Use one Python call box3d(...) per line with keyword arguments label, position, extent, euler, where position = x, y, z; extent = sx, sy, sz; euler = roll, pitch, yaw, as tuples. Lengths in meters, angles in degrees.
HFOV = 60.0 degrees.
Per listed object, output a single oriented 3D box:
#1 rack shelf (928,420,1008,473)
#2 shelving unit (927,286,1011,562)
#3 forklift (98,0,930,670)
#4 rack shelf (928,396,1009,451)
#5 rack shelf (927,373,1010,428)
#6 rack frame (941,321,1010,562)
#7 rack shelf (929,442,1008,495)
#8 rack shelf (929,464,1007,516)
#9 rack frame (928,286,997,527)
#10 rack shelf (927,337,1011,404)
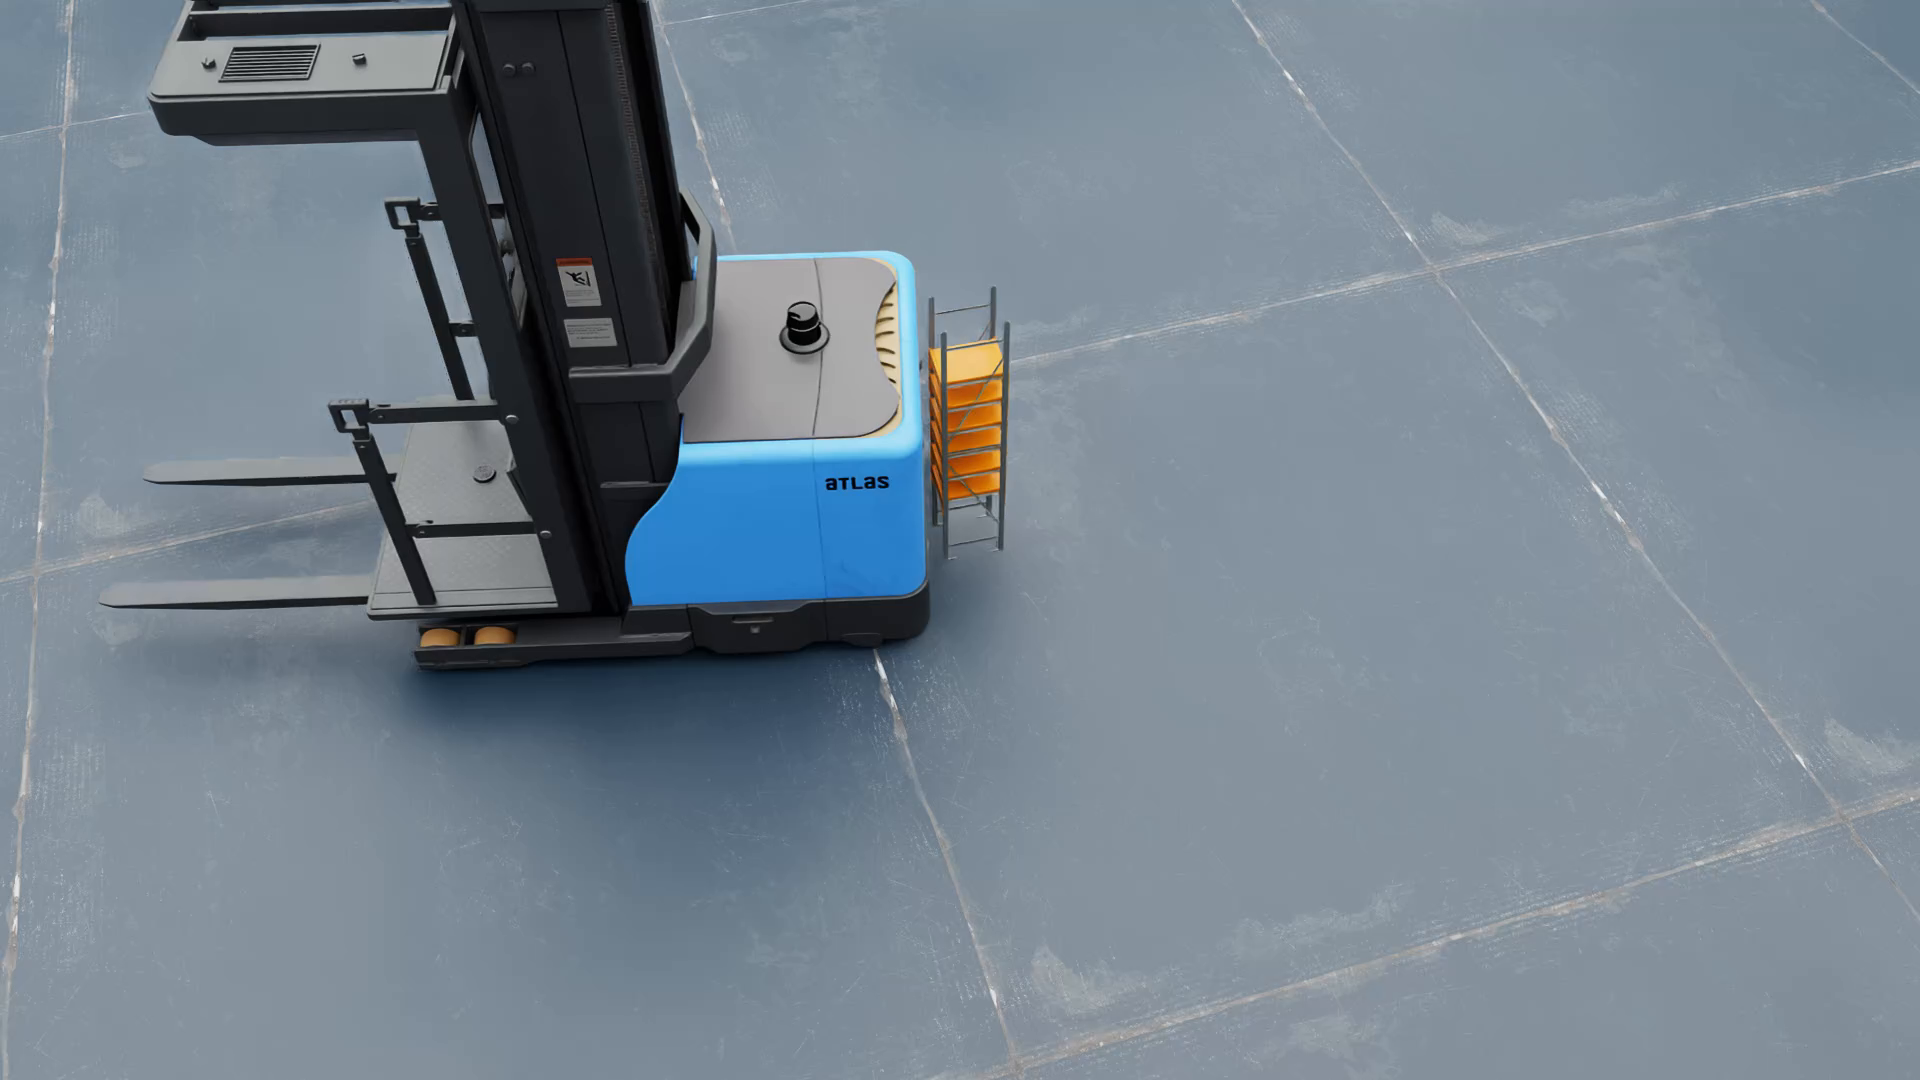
box3d(label="rack shelf", position=(0.030, -0.366, 6.121), extent=(0.258, 0.103, 0.180), euler=(-11, 51, -9))
box3d(label="shelving unit", position=(0.030, -0.394, 6.087), extent=(0.258, 1.200, 0.189), euler=(-11, 51, -9))
box3d(label="forklift", position=(-1.645, -0.883, 5.367), extent=(3.031, 2.935, 1.130), euler=(-2, 50, -2))
box3d(label="rack shelf", position=(0.030, -0.443, 6.029), extent=(0.258, 0.103, 0.180), euler=(-11, 51, -9))
box3d(label="rack shelf", position=(0.030, -0.520, 5.938), extent=(0.258, 0.103, 0.180), euler=(-11, 51, -9))
box3d(label="rack frame", position=(0.052, -0.326, 6.030), extent=(0.240, 1.200, 0.006), euler=(-11, 51, -9))
box3d(label="rack shelf", position=(0.030, -0.288, 6.213), extent=(0.258, 0.103, 0.180), euler=(-11, 51, -9))
box3d(label="rack shelf", position=(0.030, -0.211, 6.305), extent=(0.258, 0.103, 0.180), euler=(-11, 51, -9))
box3d(label="rack frame", position=(0.008, -0.462, 6.145), extent=(0.240, 1.200, 0.006), euler=(-11, 51, -9))
box3d(label="rack shelf", position=(0.030, -0.598, 5.846), extent=(0.258, 0.103, 0.180), euler=(-11, 51, -9))
